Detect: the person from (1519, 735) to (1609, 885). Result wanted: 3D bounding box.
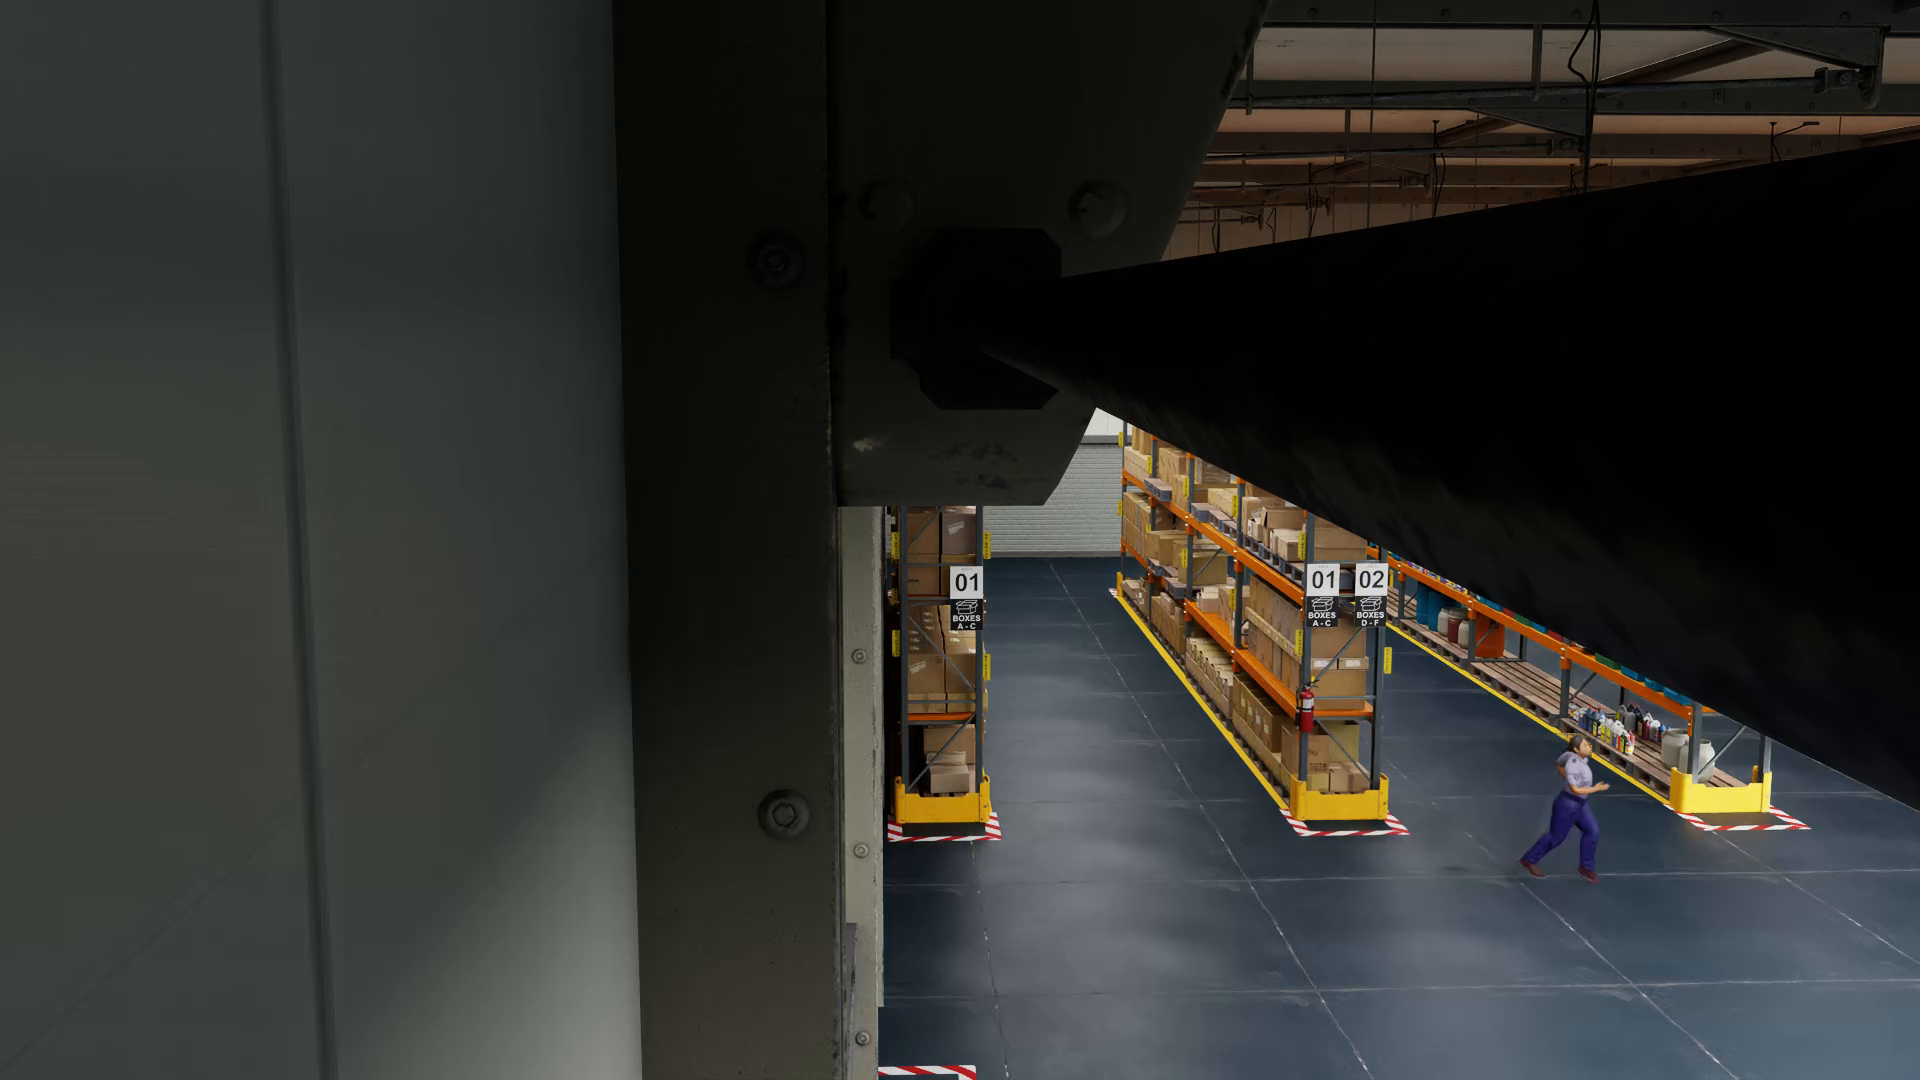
[{"bbox_3d":[6.685,2.964,18.341,0.882,1.697,0.611,5,9,29],"label":"person"}]
